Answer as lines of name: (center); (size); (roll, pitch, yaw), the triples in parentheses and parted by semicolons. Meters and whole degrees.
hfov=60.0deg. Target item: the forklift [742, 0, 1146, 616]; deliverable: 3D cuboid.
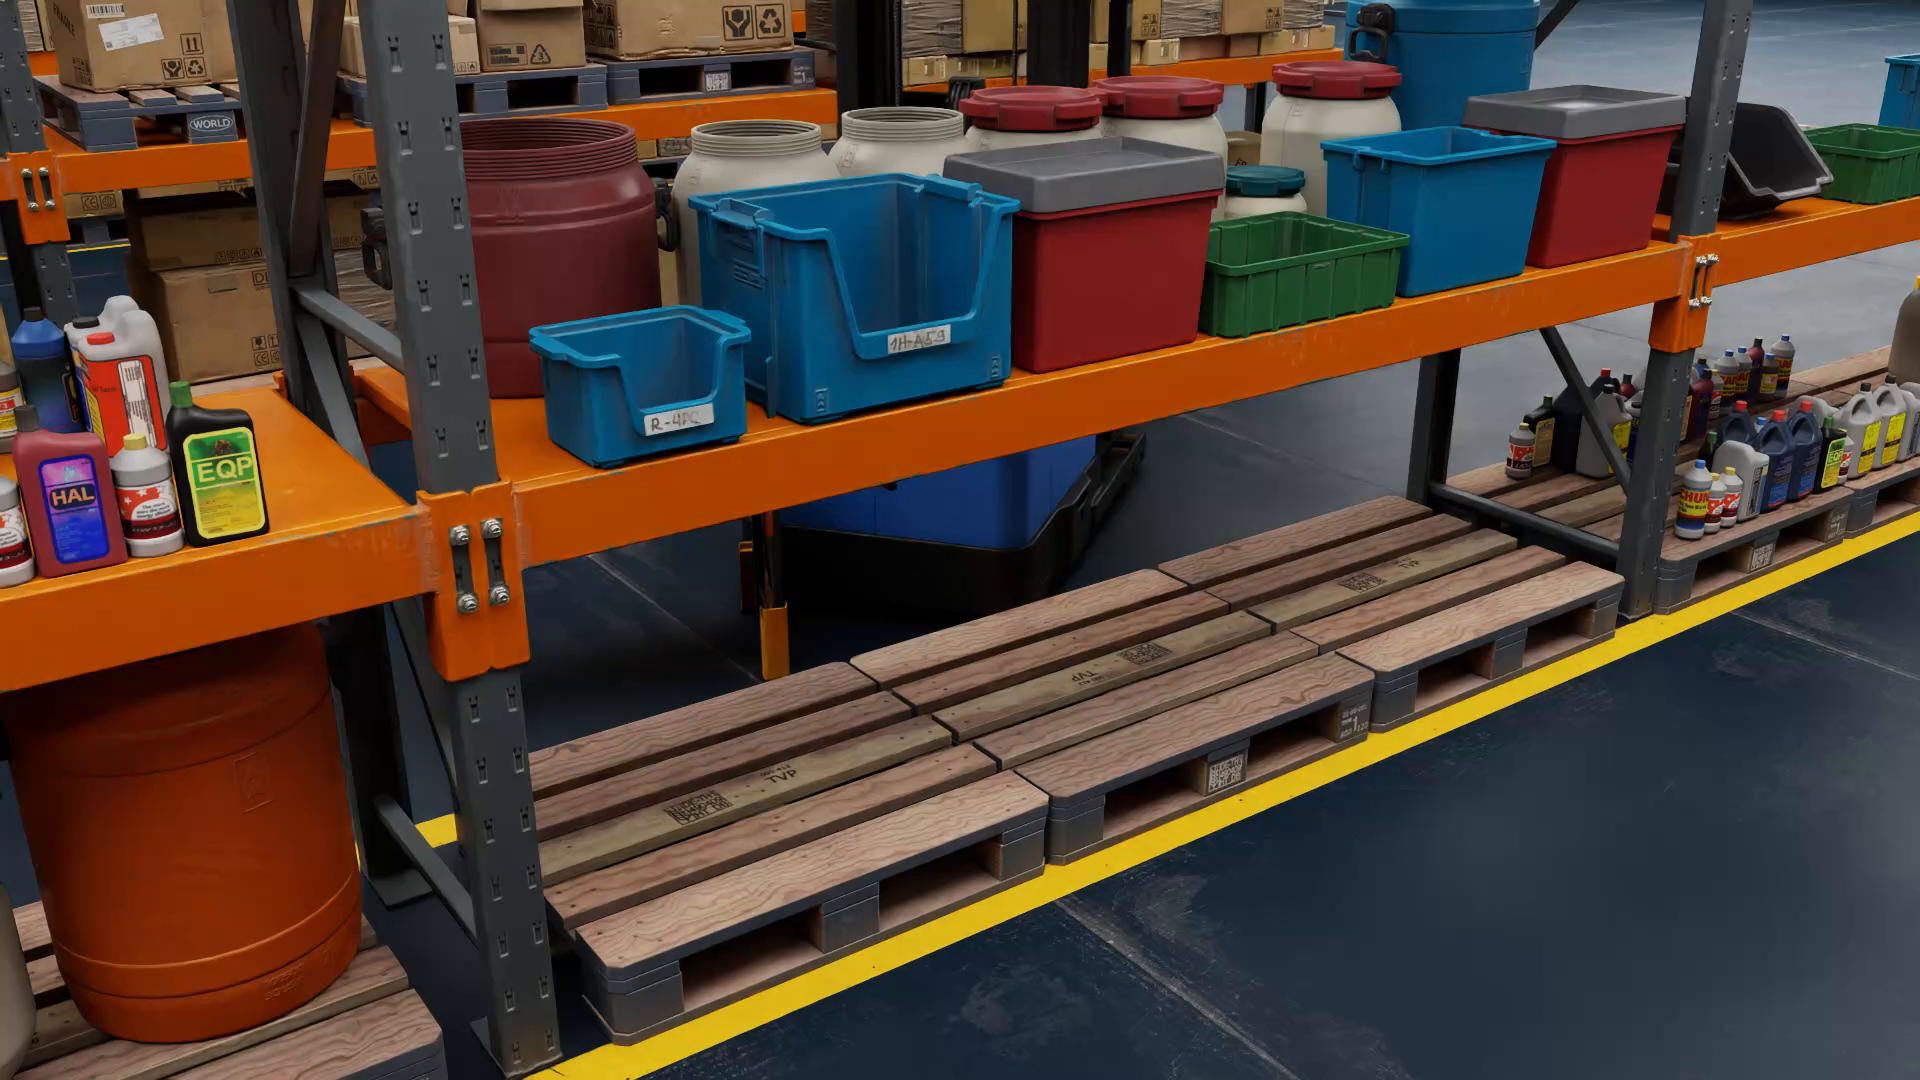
forklift: (0.167, -1.620, 6.501); (1.130, 2.935, 3.031); (7, 23, 16)

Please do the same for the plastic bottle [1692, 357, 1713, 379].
plastic bottle: (3.119, -0.638, 7.035); (0.097, 0.271, 0.097); (0, 22, 0)

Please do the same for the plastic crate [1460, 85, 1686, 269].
plastic crate: (1.836, -1.106, 5.035); (0.583, 0.464, 0.402); (-15, 26, -33)

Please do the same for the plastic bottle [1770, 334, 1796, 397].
plastic bottle: (3.643, -0.778, 7.385); (0.097, 0.271, 0.097); (0, 22, 0)

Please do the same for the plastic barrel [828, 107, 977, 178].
plastic barrel: (-0.145, -0.838, 4.297); (0.421, 0.512, 0.421); (0, 22, 0)

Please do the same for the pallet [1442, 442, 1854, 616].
pallet: (2.619, -0.111, 6.390); (1.213, 0.211, 1.003); (-15, 26, -33)

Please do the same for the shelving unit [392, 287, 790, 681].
shelving unit: (-1.132, -0.309, 5.146); (1.083, 1.500, 0.587); (-5, 22, -13)

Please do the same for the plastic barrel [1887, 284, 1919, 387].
plastic barrel: (4.400, -0.905, 7.407); (0.421, 0.512, 0.421); (0, 22, 0)

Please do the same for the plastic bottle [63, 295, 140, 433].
plastic bottle: (-1.737, -0.353, 3.402); (0.135, 0.276, 0.152); (-15, 26, -33)

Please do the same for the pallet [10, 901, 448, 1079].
pallet: (-1.813, 1.071, 3.428); (1.213, 0.211, 1.003); (-15, 26, -33)

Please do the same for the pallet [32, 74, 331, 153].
pallet: (-3.573, -1.995, 7.607); (1.003, 0.211, 1.213); (-15, 26, -33)

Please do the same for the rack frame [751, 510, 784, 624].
rack frame: (-0.631, -0.357, 5.267); (0.032, 1.500, 0.500); (-5, 22, -13)

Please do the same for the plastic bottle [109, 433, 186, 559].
plastic bottle: (-1.381, -0.080, 2.817); (0.097, 0.201, 0.097); (0, 22, 0)

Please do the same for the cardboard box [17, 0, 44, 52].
cardboard box: (-6.382, -3.474, 10.920); (0.500, 0.500, 0.500); (-15, 26, -32)

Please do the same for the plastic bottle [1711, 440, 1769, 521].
plastic bottle: (2.811, -0.228, 6.002); (0.135, 0.276, 0.152); (-14, 26, -31)

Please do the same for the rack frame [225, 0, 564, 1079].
rack frame: (-1.197, -0.408, 3.370); (0.127, 3.000, 1.000); (-15, 26, -33)

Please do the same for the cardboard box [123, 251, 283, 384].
cardboard box: (-3.557, -1.092, 7.865); (0.500, 0.500, 0.700); (-17, 27, -36)

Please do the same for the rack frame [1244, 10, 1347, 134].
rack frame: (2.404, -3.629, 11.444); (0.127, 3.000, 1.000); (-15, 26, -33)

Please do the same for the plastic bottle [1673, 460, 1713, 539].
plastic bottle: (2.565, -0.148, 5.807); (0.097, 0.271, 0.097); (0, 22, 0)

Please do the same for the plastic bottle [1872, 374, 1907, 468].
plastic bottle: (3.597, -0.470, 6.508); (0.185, 0.351, 0.144); (-14, 26, -31)

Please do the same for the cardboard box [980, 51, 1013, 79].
cardboard box: (0.102, -2.772, 9.636); (0.250, 0.149, 0.380); (-15, 26, -33)

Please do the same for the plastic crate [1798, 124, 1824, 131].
plastic crate: (3.220, -1.579, 6.661); (0.437, 0.136, 0.530); (-15, 26, -33)

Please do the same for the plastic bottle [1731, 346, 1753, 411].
plastic bottle: (3.365, -0.703, 7.199); (0.097, 0.271, 0.097); (0, 22, 0)

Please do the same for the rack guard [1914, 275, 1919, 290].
rack guard: (5.263, -0.948, 8.096); (0.348, 0.500, 1.175); (-15, 26, -33)

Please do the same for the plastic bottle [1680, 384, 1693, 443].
plastic bottle: (2.903, -0.528, 6.745); (0.133, 0.283, 0.061); (-15, 26, -33)

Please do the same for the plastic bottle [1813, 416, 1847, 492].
plastic bottle: (3.259, -0.330, 6.247); (0.133, 0.283, 0.061); (-14, 25, -31)

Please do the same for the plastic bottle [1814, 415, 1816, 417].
plastic bottle: (3.198, -0.344, 6.300); (0.097, 0.271, 0.097); (0, 22, 0)

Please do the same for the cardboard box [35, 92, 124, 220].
cardboard box: (-6.357, -2.667, 11.500); (0.750, 0.750, 1.050); (-15, 26, -34)

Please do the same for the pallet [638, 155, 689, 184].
pallet: (-2.994, -3.123, 13.939); (1.213, 0.211, 1.003); (-15, 26, -33)

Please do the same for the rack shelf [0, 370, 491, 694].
rack shelf: (-2.820, 0.360, 2.419); (4.000, 0.370, 1.077); (-15, 26, -33)

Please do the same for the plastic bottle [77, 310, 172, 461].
plastic bottle: (-1.648, -0.308, 3.288); (0.135, 0.276, 0.152); (-15, 26, -33)

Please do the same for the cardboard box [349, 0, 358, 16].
cardboard box: (-4.335, -4.021, 12.291); (0.500, 0.500, 0.500); (-15, 26, -33)

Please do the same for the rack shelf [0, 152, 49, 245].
rack shelf: (-5.713, -1.131, 6.153); (4.000, 0.370, 1.077); (-15, 26, -33)

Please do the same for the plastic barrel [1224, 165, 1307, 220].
plastic barrel: (0.886, -0.969, 4.963); (0.301, 0.262, 0.301); (0, 22, 0)

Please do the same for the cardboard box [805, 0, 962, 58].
cardboard box: (-0.441, -3.027, 9.398); (0.500, 0.500, 0.875); (-15, 26, -33)

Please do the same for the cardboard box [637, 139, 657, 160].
cardboard box: (-3.106, -3.601, 13.673); (0.875, 0.875, 0.875); (-14, 26, -32)

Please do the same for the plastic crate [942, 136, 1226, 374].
plastic crate: (0.293, -0.695, 4.004); (0.583, 0.464, 0.402); (-15, 26, -33)

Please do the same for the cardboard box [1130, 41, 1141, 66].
cardboard box: (0.894, -2.999, 10.204); (0.250, 0.149, 0.380); (-15, 26, -33)

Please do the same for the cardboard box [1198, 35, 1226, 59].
cardboard box: (1.478, -3.174, 10.642); (0.250, 0.149, 0.380); (-15, 26, -33)

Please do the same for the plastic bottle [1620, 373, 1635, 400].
plastic bottle: (2.668, -0.531, 6.752); (0.133, 0.283, 0.061); (-13, 25, -29)

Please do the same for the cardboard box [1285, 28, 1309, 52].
cardboard box: (2.090, -3.335, 11.045); (0.250, 0.149, 0.380); (-15, 26, -33)

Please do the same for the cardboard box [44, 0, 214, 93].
cardboard box: (-3.675, -2.268, 7.331); (0.500, 0.500, 0.500); (-19, 29, -39)

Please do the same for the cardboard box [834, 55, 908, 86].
cardboard box: (-0.492, -2.603, 9.211); (0.250, 0.149, 0.380); (-15, 26, -33)

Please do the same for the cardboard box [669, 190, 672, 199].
cardboard box: (-1.354, -1.680, 9.339); (0.500, 0.500, 0.700); (-17, 28, -37)

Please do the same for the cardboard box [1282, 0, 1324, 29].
cardboard box: (1.942, -3.703, 11.093); (0.500, 0.500, 0.875); (-15, 26, -33)

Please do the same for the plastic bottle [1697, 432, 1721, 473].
plastic bottle: (2.748, -0.263, 6.080); (0.133, 0.283, 0.061); (-15, 26, -33)

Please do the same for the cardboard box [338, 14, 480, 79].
cardboard box: (-2.595, -2.317, 7.790); (0.500, 0.250, 0.500); (-16, 27, -34)

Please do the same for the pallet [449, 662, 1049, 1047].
pallet: (-0.545, 0.732, 4.278); (1.213, 0.211, 1.003); (-15, 26, -33)

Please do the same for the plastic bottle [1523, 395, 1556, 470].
plastic bottle: (2.248, -0.419, 6.472); (0.133, 0.283, 0.061); (-13, 25, -30)

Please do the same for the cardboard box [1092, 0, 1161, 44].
cardboard box: (0.762, -3.359, 10.230); (0.500, 0.500, 0.875); (-15, 26, -33)
